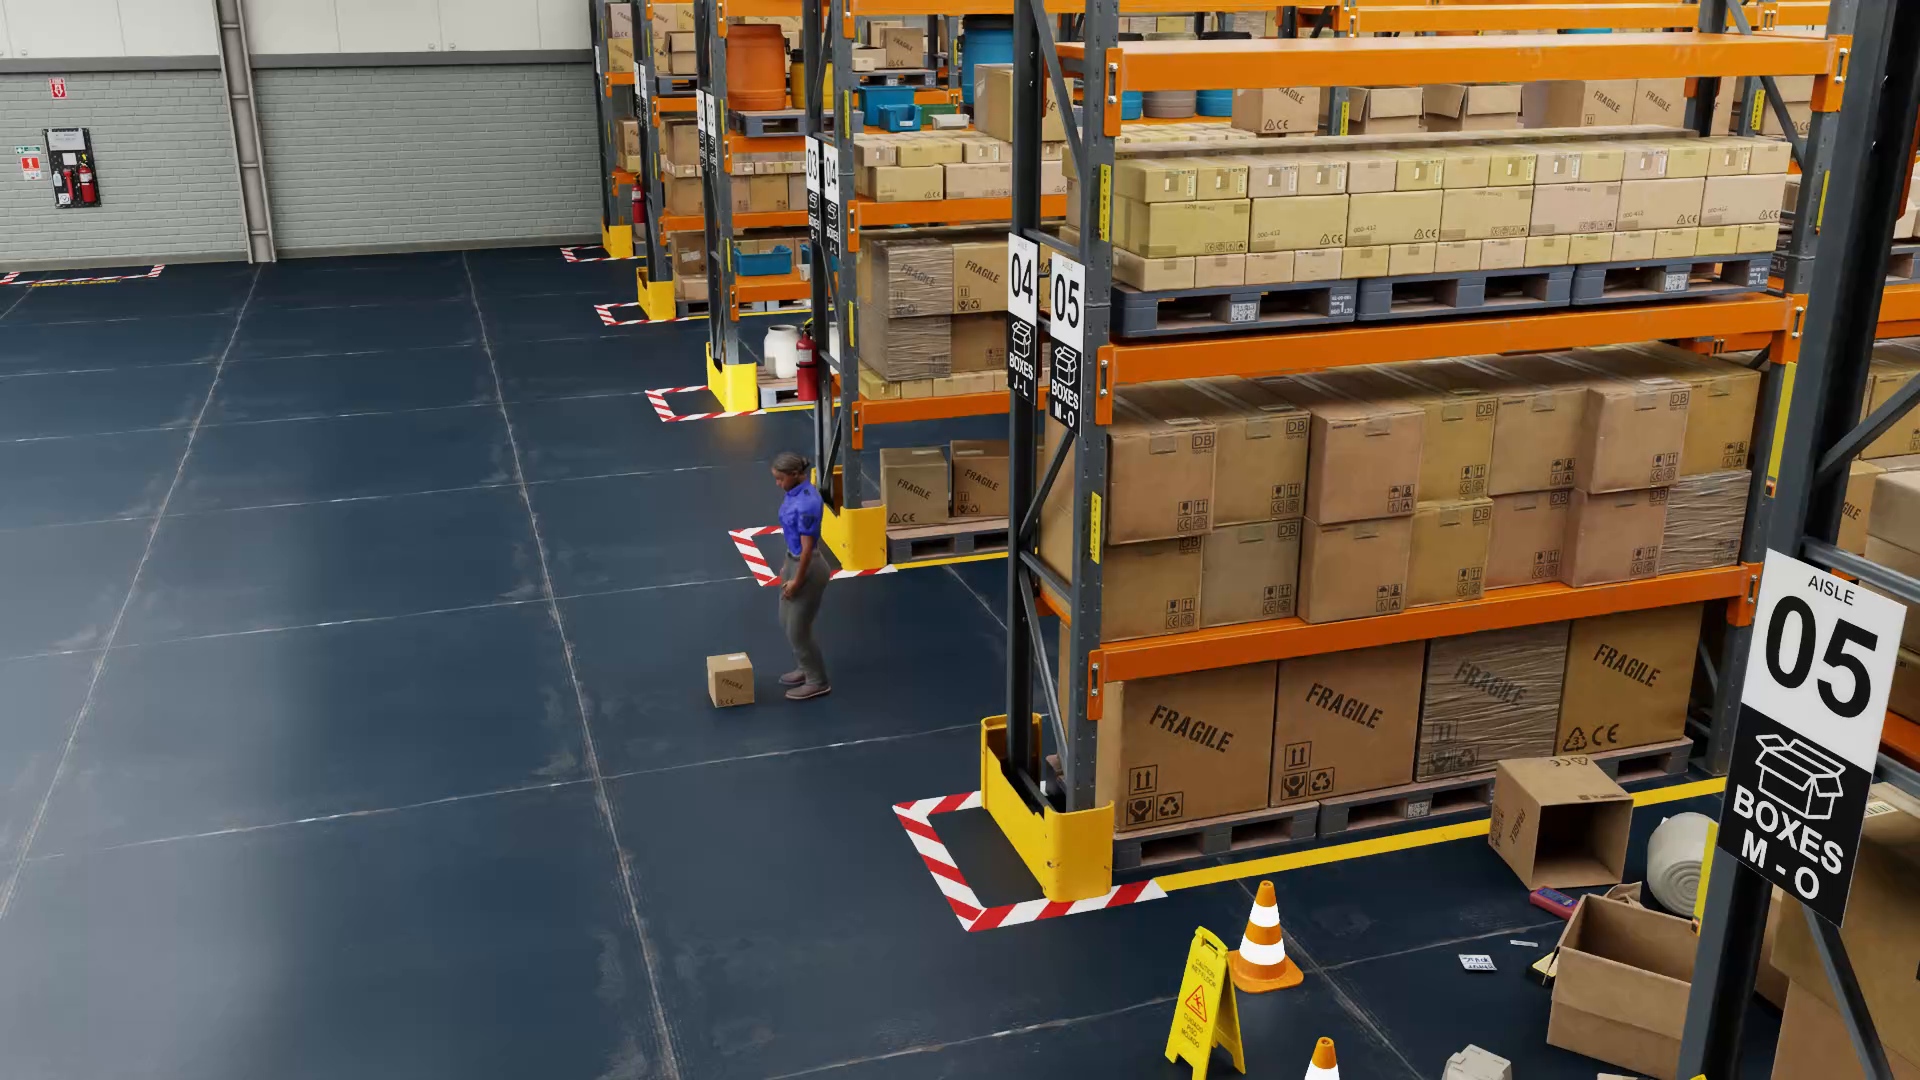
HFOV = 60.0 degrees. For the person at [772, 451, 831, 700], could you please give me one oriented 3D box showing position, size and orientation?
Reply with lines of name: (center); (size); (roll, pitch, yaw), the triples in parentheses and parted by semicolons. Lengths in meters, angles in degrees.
person: (-1.001, 0.214, 10.537); (0.346, 1.626, 0.450); (-6, 20, -16)
